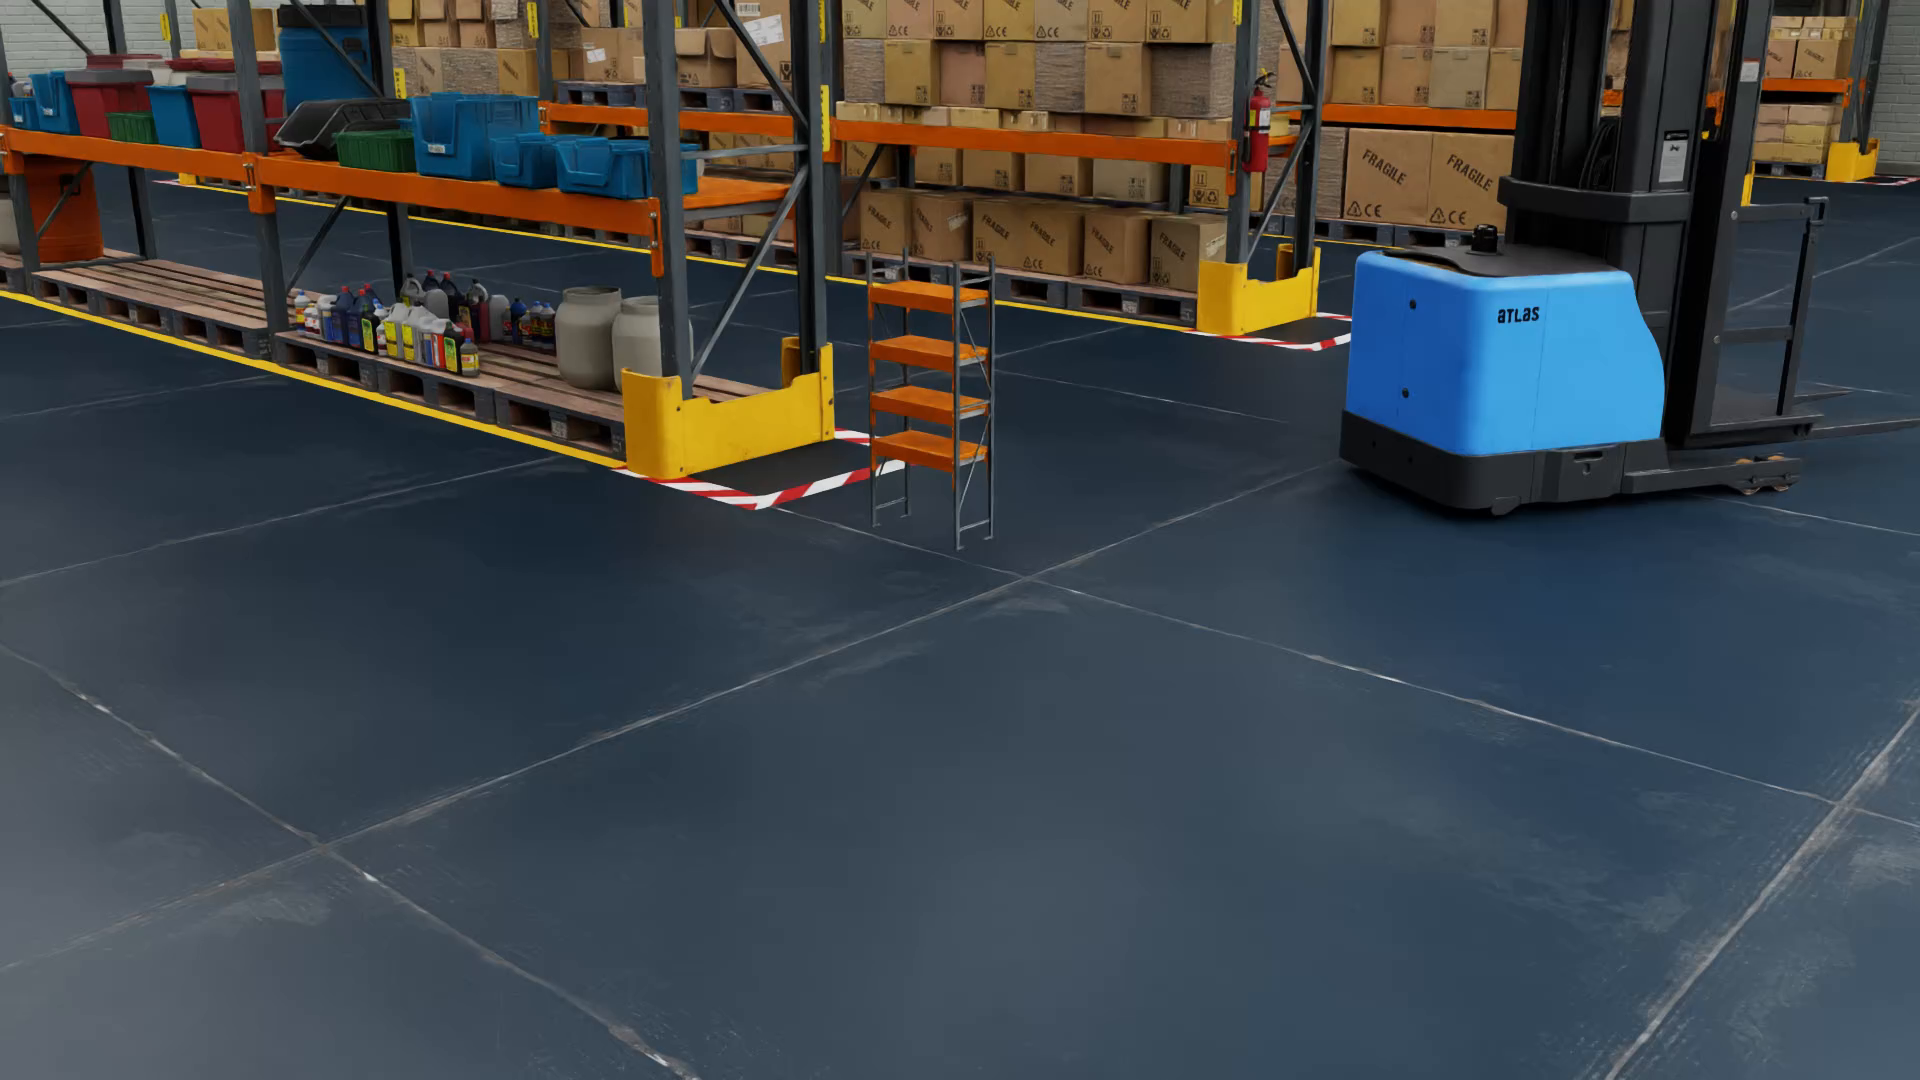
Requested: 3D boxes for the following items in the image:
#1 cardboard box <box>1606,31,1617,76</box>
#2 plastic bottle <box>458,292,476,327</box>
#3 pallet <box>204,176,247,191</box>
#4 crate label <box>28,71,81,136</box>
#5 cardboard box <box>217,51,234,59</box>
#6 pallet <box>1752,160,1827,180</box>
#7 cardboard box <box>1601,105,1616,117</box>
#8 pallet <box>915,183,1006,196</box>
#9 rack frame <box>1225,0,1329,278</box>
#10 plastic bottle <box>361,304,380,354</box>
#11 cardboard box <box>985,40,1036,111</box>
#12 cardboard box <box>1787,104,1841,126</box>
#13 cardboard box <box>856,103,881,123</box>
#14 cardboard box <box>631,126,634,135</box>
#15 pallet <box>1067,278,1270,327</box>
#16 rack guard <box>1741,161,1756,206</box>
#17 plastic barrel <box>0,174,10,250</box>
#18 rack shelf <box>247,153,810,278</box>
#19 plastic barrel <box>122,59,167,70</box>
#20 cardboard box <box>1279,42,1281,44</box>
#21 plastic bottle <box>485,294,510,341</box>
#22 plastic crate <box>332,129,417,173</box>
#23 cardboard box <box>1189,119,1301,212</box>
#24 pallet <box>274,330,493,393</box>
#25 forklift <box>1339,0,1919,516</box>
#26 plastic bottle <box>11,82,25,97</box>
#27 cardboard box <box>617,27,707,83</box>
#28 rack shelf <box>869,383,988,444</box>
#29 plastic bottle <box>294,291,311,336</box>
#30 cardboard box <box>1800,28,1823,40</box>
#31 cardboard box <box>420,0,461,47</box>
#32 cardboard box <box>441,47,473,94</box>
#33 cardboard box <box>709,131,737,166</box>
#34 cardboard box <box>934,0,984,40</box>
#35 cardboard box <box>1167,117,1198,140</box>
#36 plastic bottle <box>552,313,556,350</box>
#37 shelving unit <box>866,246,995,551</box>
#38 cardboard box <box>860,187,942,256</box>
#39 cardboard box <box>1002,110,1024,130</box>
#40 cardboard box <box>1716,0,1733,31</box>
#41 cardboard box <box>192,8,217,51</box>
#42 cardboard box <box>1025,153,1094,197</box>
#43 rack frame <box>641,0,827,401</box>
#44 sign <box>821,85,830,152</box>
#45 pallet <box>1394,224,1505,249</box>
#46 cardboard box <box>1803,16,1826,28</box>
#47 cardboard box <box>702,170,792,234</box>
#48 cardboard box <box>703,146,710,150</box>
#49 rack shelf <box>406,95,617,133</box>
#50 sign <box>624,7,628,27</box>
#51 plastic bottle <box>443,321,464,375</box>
[{"bbox_3d":[7.466,-5.675,19.377,0.500,0.500,0.500,15,23,39],"label":"cardboard box"},{"bbox_3d":[-3.050,-1.395,10.313,0.133,0.283,0.061,15,23,39],"label":"plastic bottle"},{"bbox_3d":[-9.097,-4.734,21.681,1.213,0.211,1.003,15,23,39],"label":"pallet"},{"bbox_3d":[-6.487,-3.236,12.290,0.616,0.435,0.502,15,23,39],"label":"crate label"},{"bbox_3d":[-8.800,-5.915,20.546,0.500,0.250,0.500,14,22,37],"label":"cardboard box"},{"bbox_3d":[11.491,-5.175,23.068,1.213,0.211,1.003,15,23,39],"label":"pallet"},{"bbox_3d":[7.521,-5.004,19.459,0.250,0.149,0.380,16,23,40],"label":"cardboard box"},{"bbox_3d":[0.144,-4.197,19.989,1.213,0.211,1.003,15,23,39],"label":"pallet"},{"bbox_3d":[2.220,-2.994,11.586,0.127,3.000,1.000,15,23,39],"label":"rack frame"},{"bbox_3d":[-3.494,-1.255,9.870,0.133,0.283,0.061,16,24,42],"label":"plastic bottle"},{"bbox_3d":[0.662,-3.586,12.796,0.500,0.500,0.875,15,23,39],"label":"cardboard box"},{"bbox_3d":[11.539,-5.748,22.462,0.500,0.250,0.500,16,24,41],"label":"cardboard box"},{"bbox_3d":[-0.632,-3.513,13.637,0.250,0.149,0.380,15,23,39],"label":"cardboard box"},{"bbox_3d":[-4.640,-5.836,23.579,0.250,0.149,0.380,14,22,37],"label":"cardboard box"},{"bbox_3d":[1.579,-1.851,12.595,1.213,0.211,1.003,15,23,39],"label":"pallet"},{"bbox_3d":[8.742,-4.060,19.077,0.348,0.500,1.175,15,23,39],"label":"rack guard"},{"bbox_3d":[-8.273,-2.851,14.430,0.708,0.588,0.600,15,23,39],"label":"plastic barrel"},{"bbox_3d":[-2.563,-1.932,9.429,4.000,0.370,1.077,15,23,39],"label":"rack shelf"},{"bbox_3d":[-6.139,-3.375,12.601,0.421,0.512,0.421,0,18,0],"label":"plastic barrel"},{"bbox_3d":[3.338,-5.319,16.880,0.550,0.550,0.875,15,23,39],"label":"cardboard box"},{"bbox_3d":[-2.882,-1.387,10.298,0.135,0.276,0.152,16,23,40],"label":"plastic bottle"},{"bbox_3d":[-3.231,-2.239,9.558,0.662,0.188,0.450,15,23,39],"label":"plastic crate"},{"bbox_3d":[3.021,-3.944,17.399,0.875,0.875,0.875,15,23,40],"label":"cardboard box"},{"bbox_3d":[-3.584,-1.203,10.553,1.213,0.211,1.003,15,23,39],"label":"pallet"},{"bbox_3d":[3.434,-1.753,7.791,3.031,2.935,1.130,-6,19,-18],"label":"forklift"},{"bbox_3d":[-8.197,-3.859,14.517,0.135,0.276,0.152,15,23,39],"label":"plastic bottle"},{"bbox_3d":[-2.849,-4.659,15.974,0.700,0.500,0.500,-14,22,-38],"label":"cardboard box"},{"bbox_3d":[-0.124,-0.541,7.055,0.480,0.148,0.258,15,23,39],"label":"rack shelf"},{"bbox_3d":[-4.112,-1.422,10.418,0.097,0.271,0.097,0,18,0],"label":"plastic bottle"},{"bbox_3d":[11.434,-6.767,22.239,0.250,0.149,0.380,16,23,40],"label":"cardboard box"},{"bbox_3d":[-5.291,-5.541,17.789,0.637,0.503,0.797,16,24,41],"label":"cardboard box"},{"bbox_3d":[-5.056,-4.896,17.414,0.500,0.500,0.500,14,22,38],"label":"cardboard box"},{"bbox_3d":[-3.010,-5.305,22.308,0.500,0.500,0.500,16,24,41],"label":"cardboard box"},{"bbox_3d":[0.145,-4.114,12.808,0.500,0.500,0.500,15,23,39],"label":"cardboard box"},{"bbox_3d":[1.684,-2.935,11.816,0.250,0.149,0.380,15,23,39],"label":"cardboard box"},{"bbox_3d":[-2.374,-1.272,9.925,0.133,0.283,0.061,16,23,40],"label":"plastic bottle"},{"bbox_3d":[-0.124,-0.605,7.035,0.503,1.200,0.258,15,23,39],"label":"shelving unit"},{"bbox_3d":[-0.499,-2.716,14.150,0.500,0.500,0.500,14,22,38],"label":"cardboard box"},{"bbox_3d":[0.538,-3.228,12.739,0.250,0.149,0.380,15,23,39],"label":"cardboard box"},{"bbox_3d":[8.271,-5.955,18.607,0.500,0.500,0.700,14,23,38],"label":"cardboard box"},{"bbox_3d":[-9.193,-6.376,20.761,0.500,0.500,0.500,14,23,38],"label":"cardboard box"},{"bbox_3d":[1.354,-4.326,18.807,0.750,0.750,1.050,15,23,39],"label":"cardboard box"},{"bbox_3d":[-1.067,-1.873,8.055,0.127,3.000,1.000,15,23,39],"label":"rack frame"},{"bbox_3d":[-0.699,-2.129,8.403,0.005,0.325,0.100,15,23,39],"label":"sign"},{"bbox_3d":[4.938,-2.909,15.930,1.213,0.211,1.003,15,23,39],"label":"pallet"},{"bbox_3d":[11.477,-6.925,22.244,0.250,0.149,0.380,15,23,39],"label":"cardboard box"},{"bbox_3d":[-1.979,-3.156,15.501,0.500,0.500,0.700,13,22,35],"label":"cardboard box"},{"bbox_3d":[-3.446,-5.492,23.477,0.250,0.149,0.380,14,22,37],"label":"cardboard box"},{"bbox_3d":[-5.259,-4.659,18.022,4.000,0.370,1.077,15,23,39],"label":"rack shelf"},{"bbox_3d":[-3.410,-5.239,16.877,0.005,0.325,0.100,15,23,39],"label":"sign"},{"bbox_3d":[-2.831,-1.077,9.310,0.133,0.283,0.061,16,23,41],"label":"plastic bottle"}]
